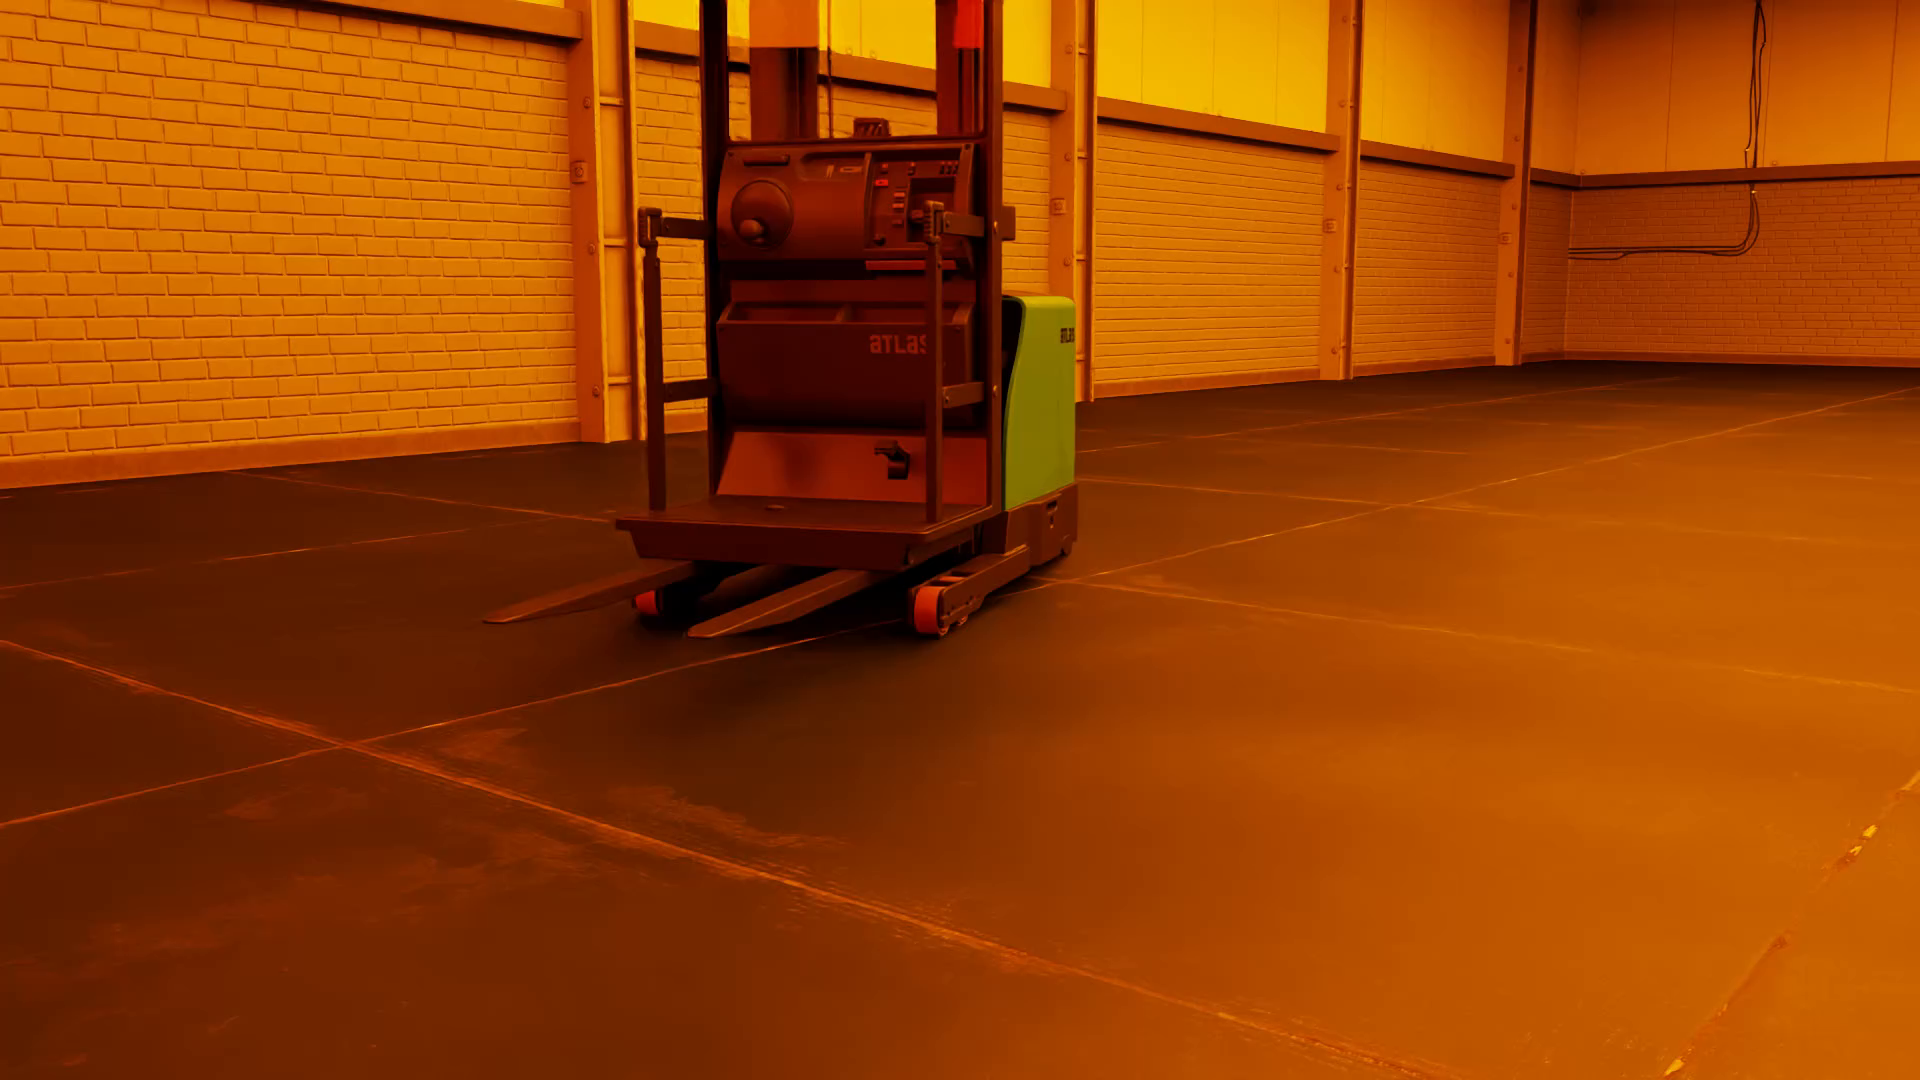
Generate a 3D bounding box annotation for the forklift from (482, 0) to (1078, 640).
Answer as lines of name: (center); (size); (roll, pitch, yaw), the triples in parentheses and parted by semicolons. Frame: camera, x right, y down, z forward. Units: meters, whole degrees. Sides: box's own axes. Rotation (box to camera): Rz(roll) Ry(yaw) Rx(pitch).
forklift: (-0.466, -1.208, 5.536); (1.130, 2.935, 3.031); (3, 9, 18)
